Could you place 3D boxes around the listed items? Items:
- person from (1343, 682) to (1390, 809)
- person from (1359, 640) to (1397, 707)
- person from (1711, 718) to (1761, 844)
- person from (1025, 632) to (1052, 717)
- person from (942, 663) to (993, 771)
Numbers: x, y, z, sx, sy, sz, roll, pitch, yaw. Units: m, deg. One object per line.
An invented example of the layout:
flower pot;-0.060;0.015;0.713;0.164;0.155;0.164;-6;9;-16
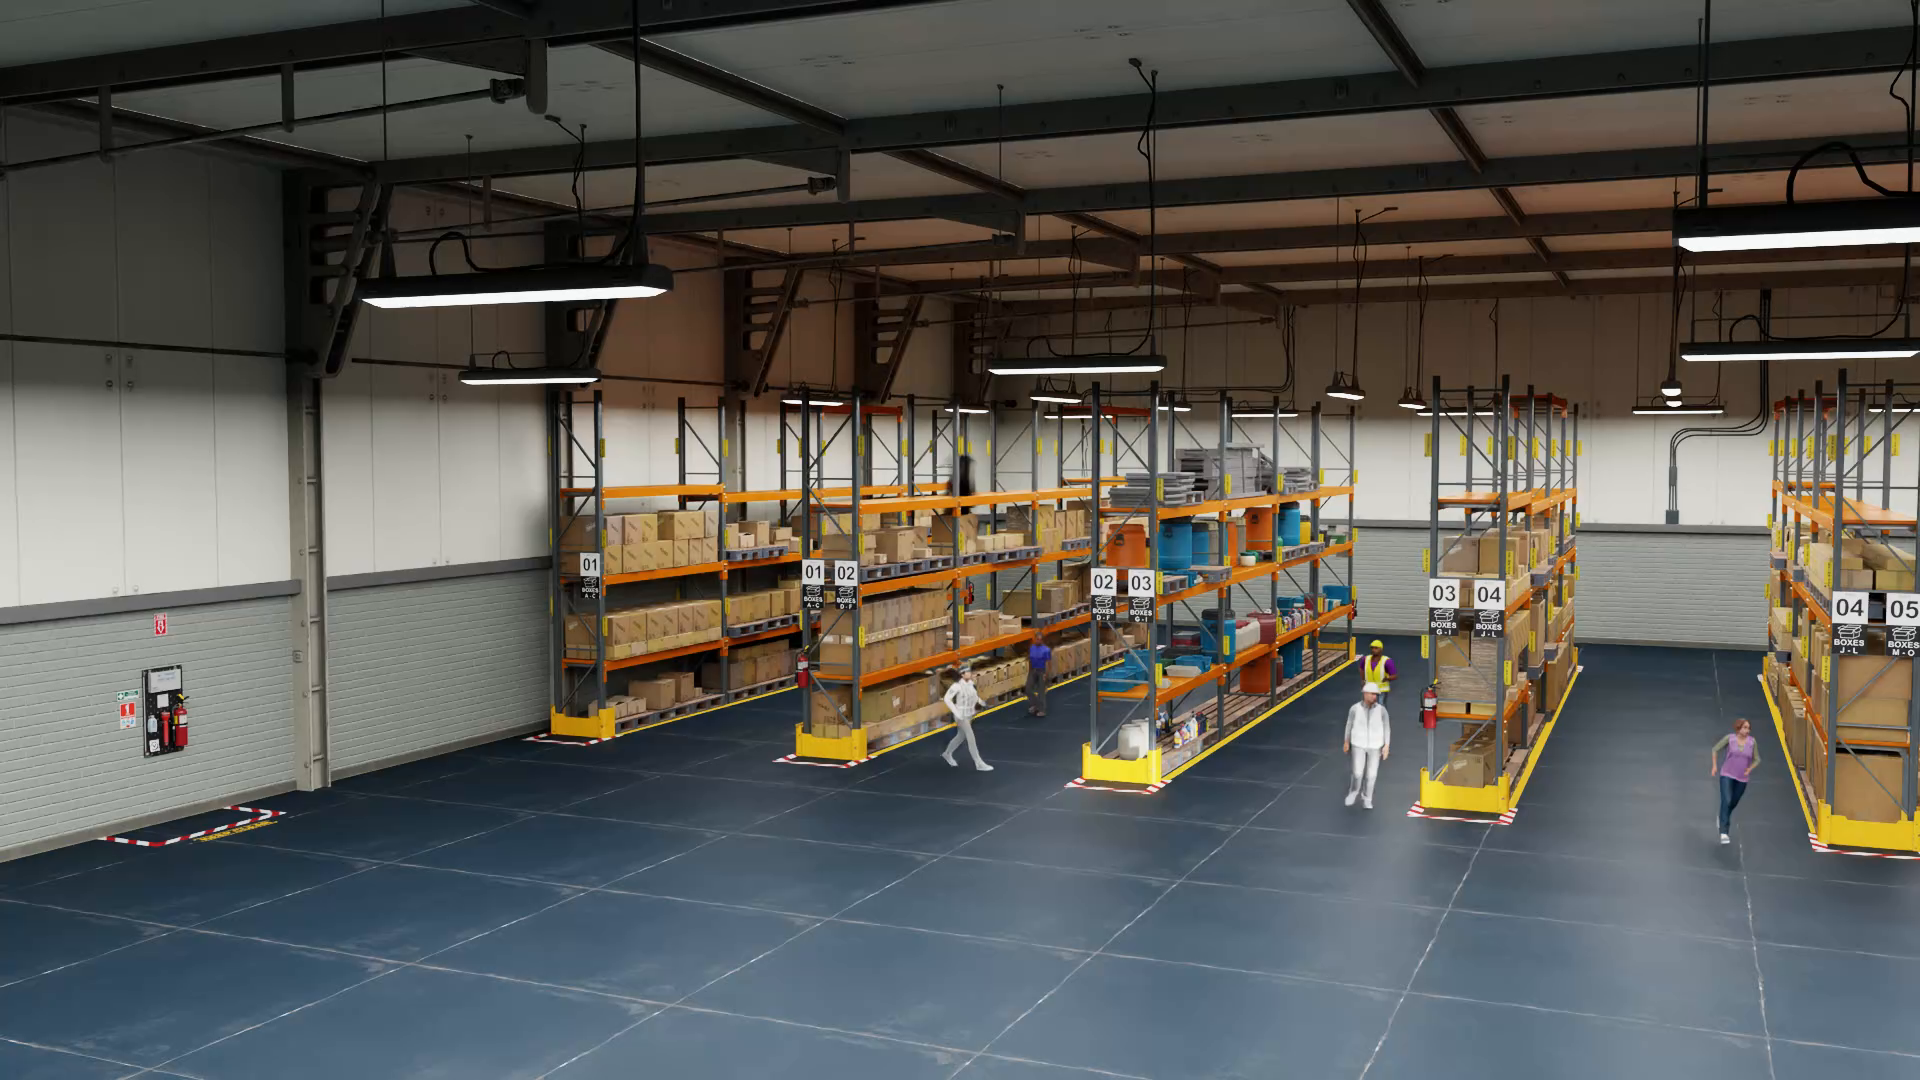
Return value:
person;5.630;2.839;22.983;0.603;1.759;0.470;0;3;5
person;7.049;2.574;28.176;0.682;1.754;0.697;1;3;25
person;9.854;3.020;21.136;0.583;1.542;0.926;1;3;12
person;1.455;2.499;30.868;0.596;1.595;0.577;2;4;27
person;0.075;2.705;25.546;1.012;1.666;0.610;2;4;34
